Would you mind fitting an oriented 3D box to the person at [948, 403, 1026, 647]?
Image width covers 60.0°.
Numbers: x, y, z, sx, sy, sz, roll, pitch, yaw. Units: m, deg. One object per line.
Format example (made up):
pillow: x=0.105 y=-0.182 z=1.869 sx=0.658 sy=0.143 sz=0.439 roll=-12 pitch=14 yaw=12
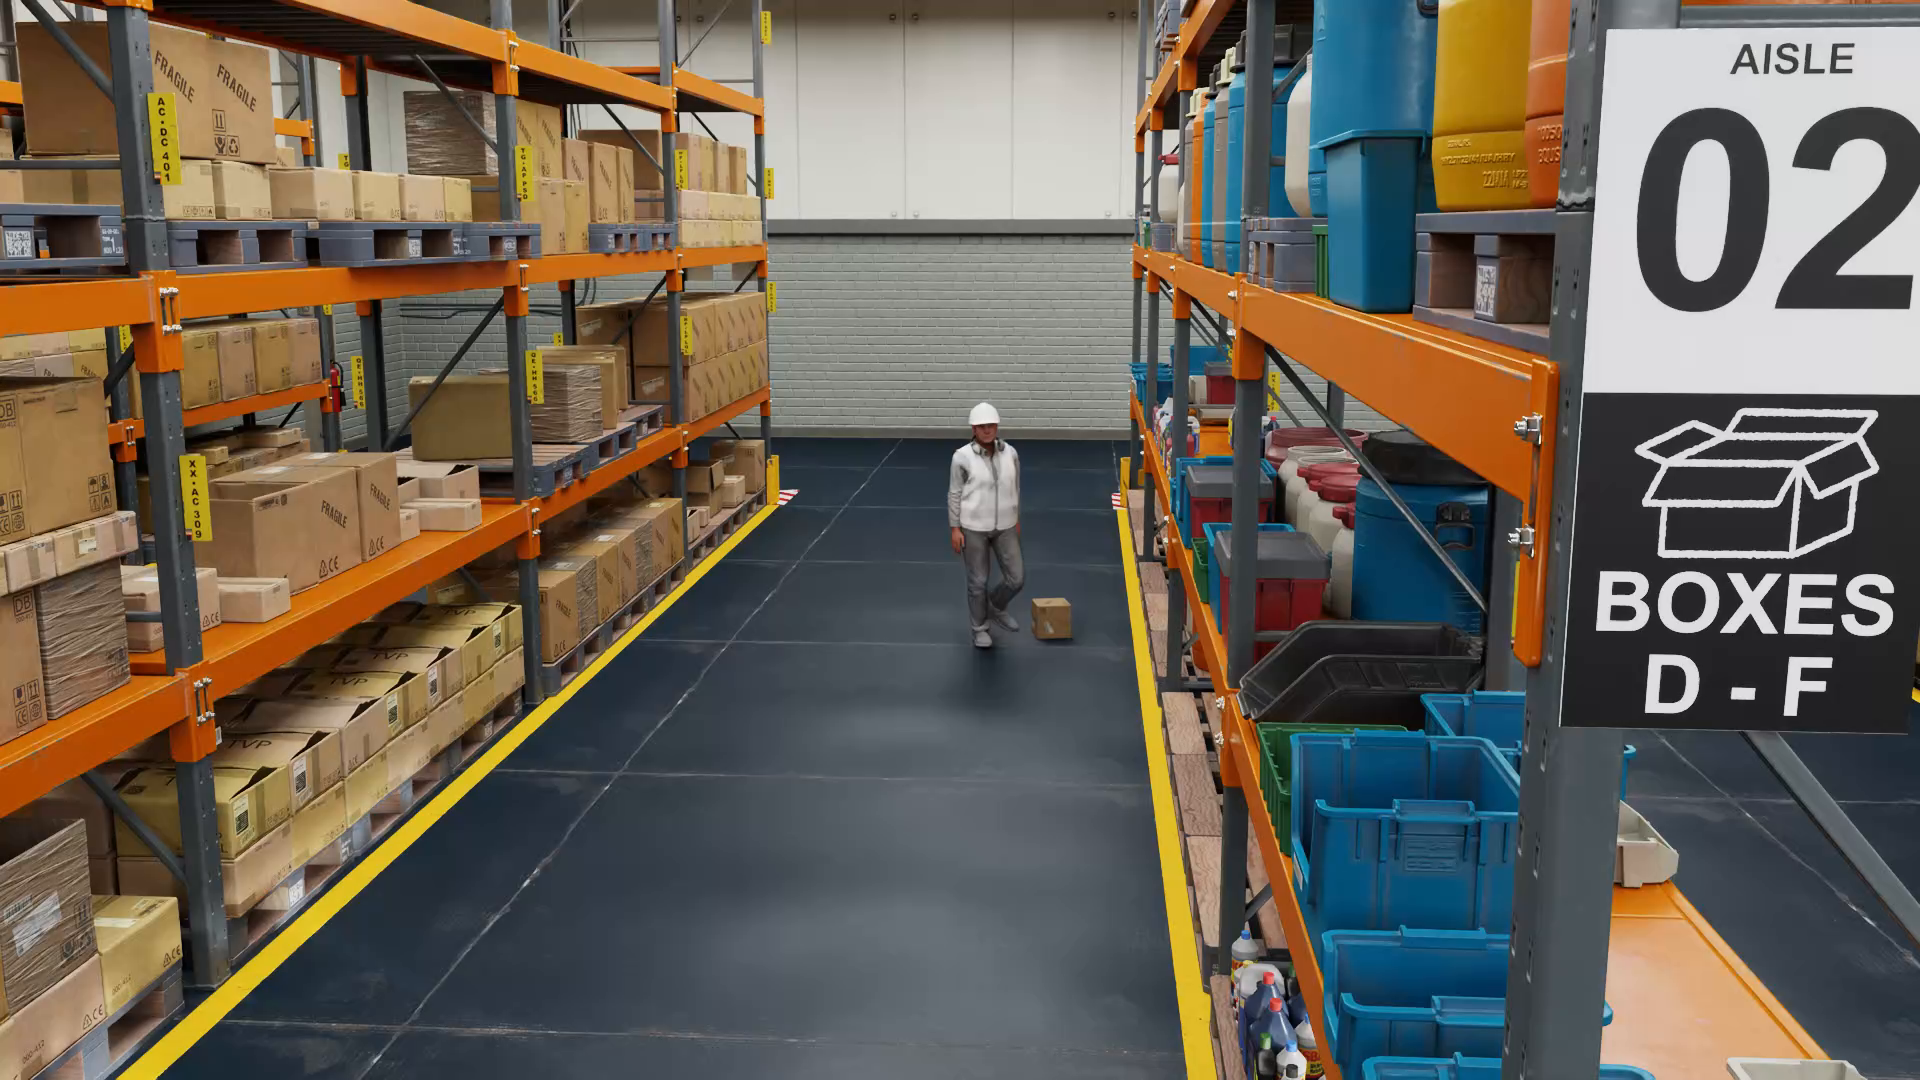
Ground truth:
person: x=0.187 y=-0.106 z=11.856 sx=0.580 sy=1.765 sz=0.498 roll=-4 pitch=11 yaw=-18
